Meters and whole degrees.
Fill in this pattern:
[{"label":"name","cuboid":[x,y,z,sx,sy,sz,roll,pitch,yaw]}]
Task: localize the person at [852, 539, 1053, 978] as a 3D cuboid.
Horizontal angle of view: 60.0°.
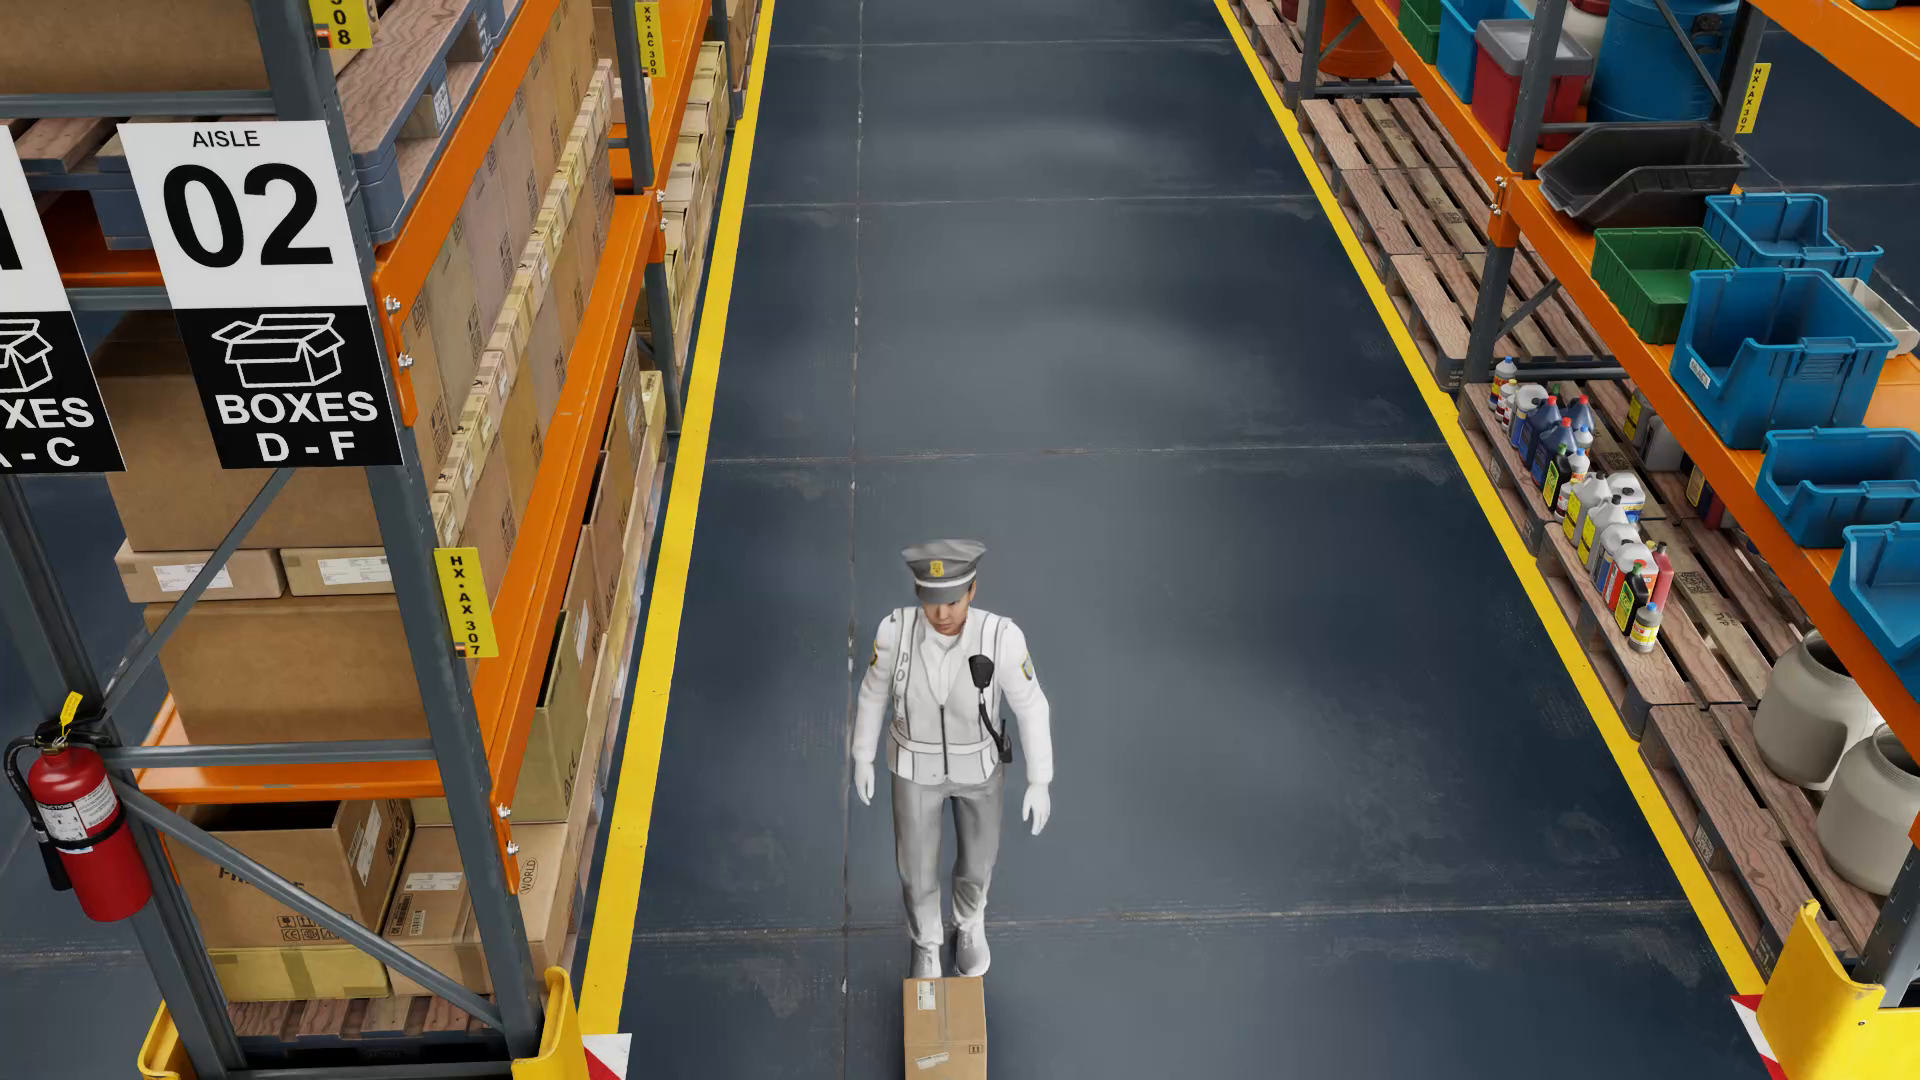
[{"label":"person","cuboid":[-0.027,0.746,5.148,0.611,1.754,0.389,-1,35,-1]}]
